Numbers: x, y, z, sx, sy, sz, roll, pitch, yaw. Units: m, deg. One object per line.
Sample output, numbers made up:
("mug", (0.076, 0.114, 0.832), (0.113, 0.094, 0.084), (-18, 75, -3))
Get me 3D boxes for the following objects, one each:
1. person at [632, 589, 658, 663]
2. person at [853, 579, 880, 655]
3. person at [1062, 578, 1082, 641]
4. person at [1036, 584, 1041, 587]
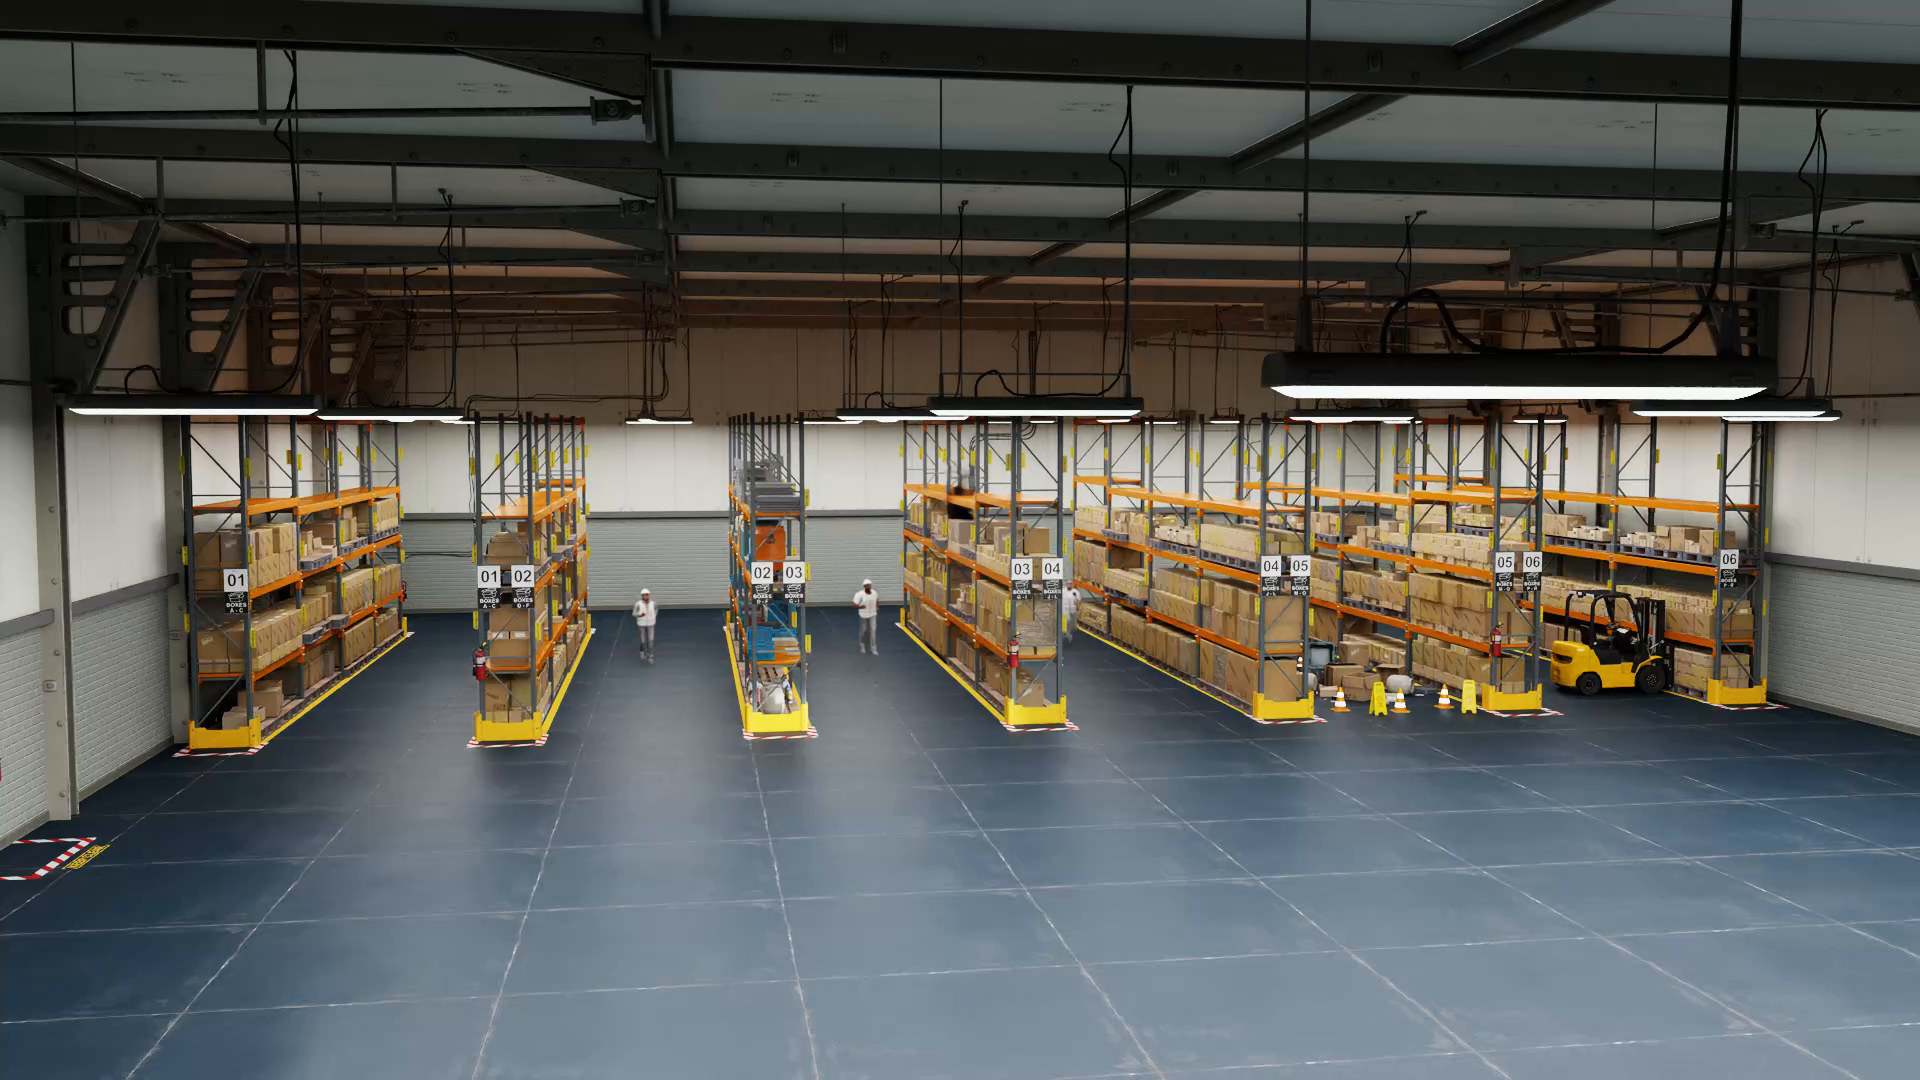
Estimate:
("person", (-7.609, 2.065, 40.307), (0.661, 1.766, 0.906), (-1, 4, -20))
("person", (-2.209, 1.839, 39.675), (0.699, 1.808, 0.915), (-1, 4, -20))
("person", (2.830, 1.816, 43.216), (0.673, 1.679, 0.943), (0, 4, -6))
("person", (2.029, 1.630, 48.644), (0.656, 1.582, 0.846), (2, 4, 22))
